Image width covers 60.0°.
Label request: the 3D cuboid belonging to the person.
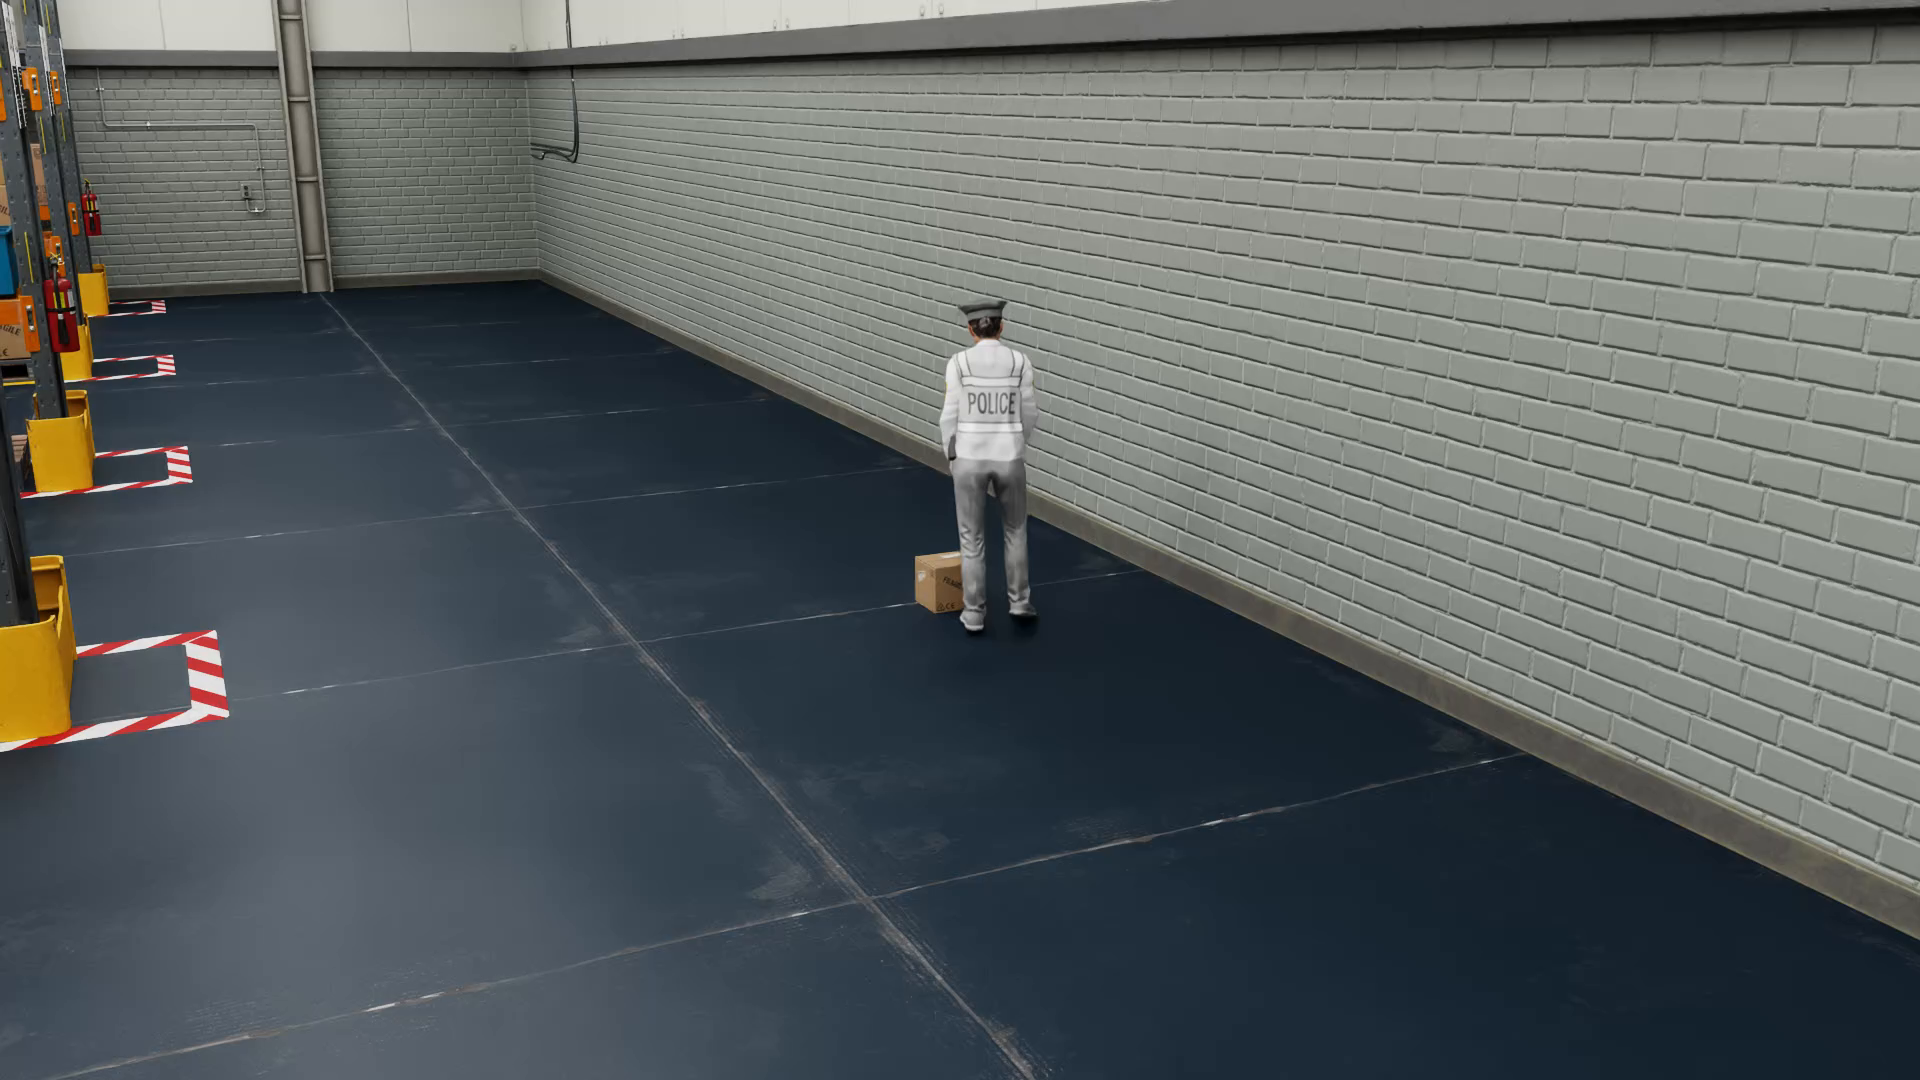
[{"bbox_3d":[0.156,-0.367,8.354,0.540,1.684,0.502,-3,16,-9],"label":"person"}]
